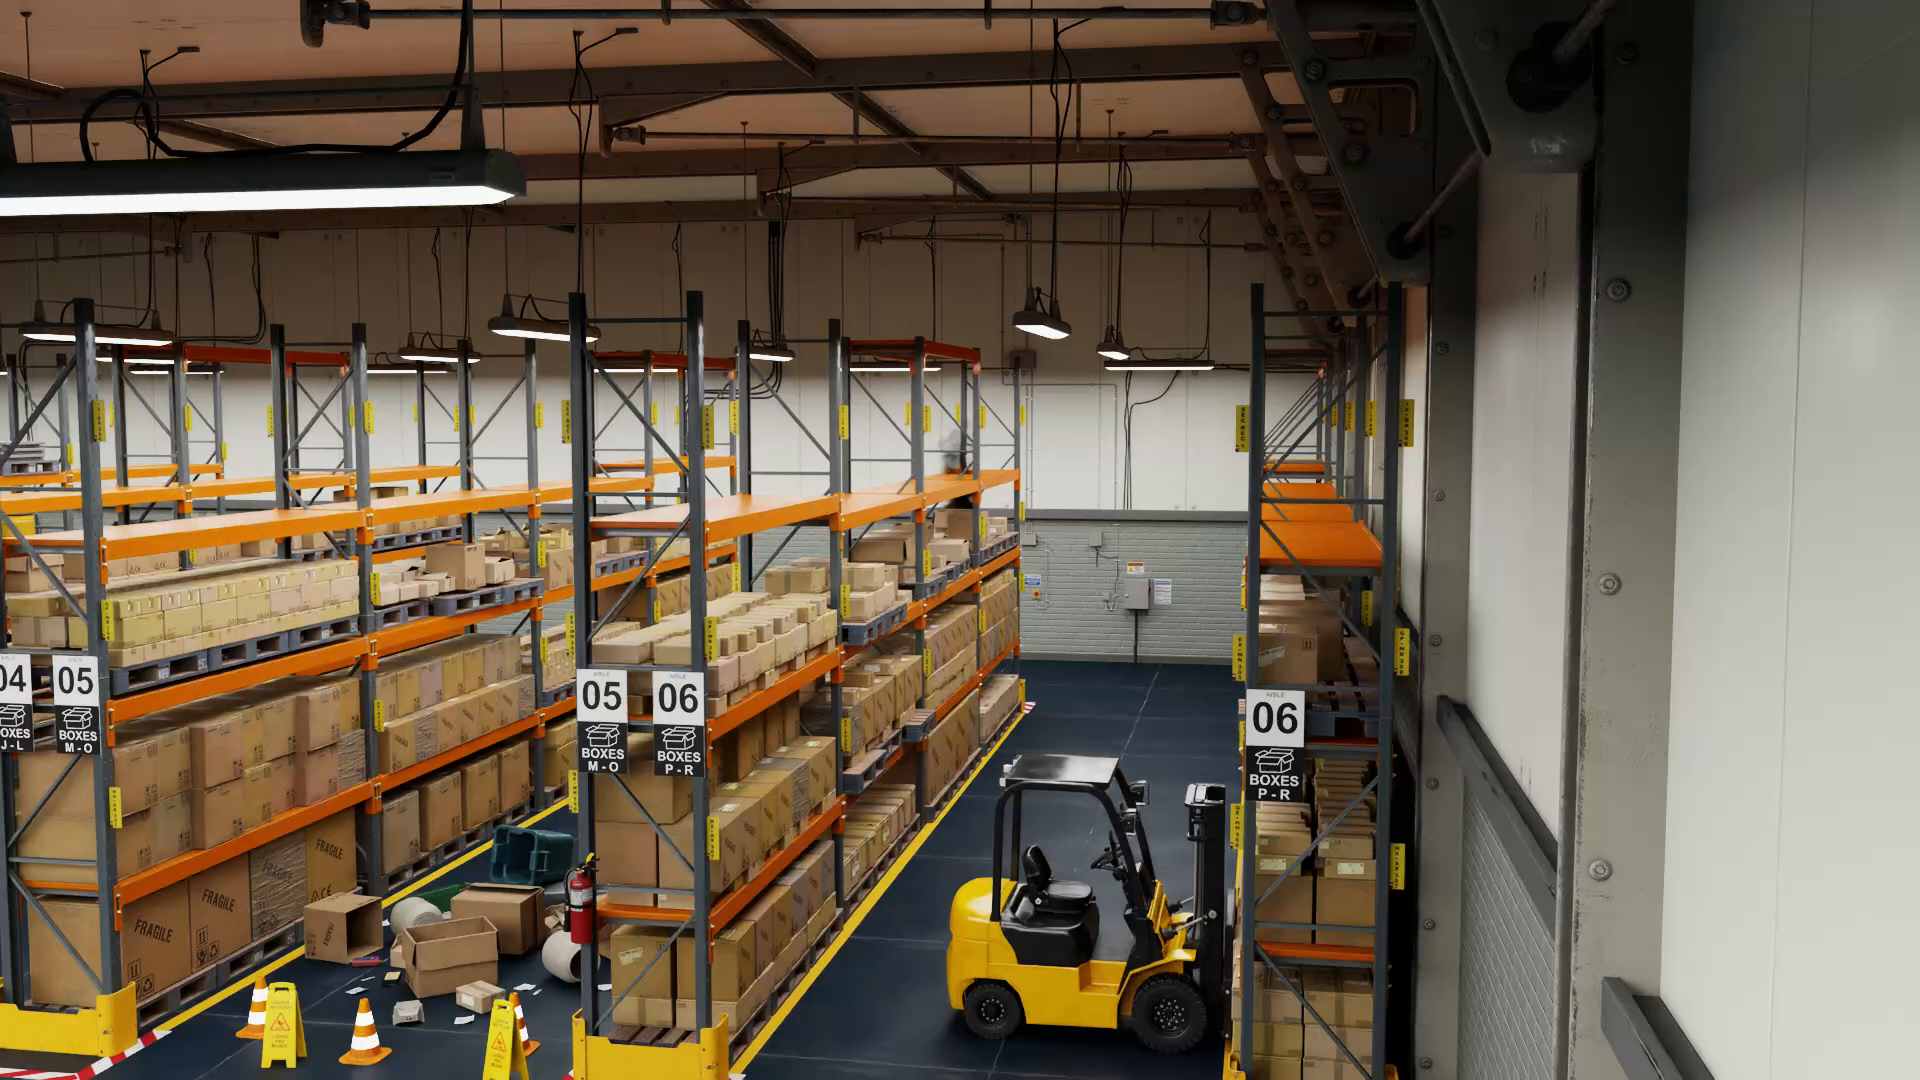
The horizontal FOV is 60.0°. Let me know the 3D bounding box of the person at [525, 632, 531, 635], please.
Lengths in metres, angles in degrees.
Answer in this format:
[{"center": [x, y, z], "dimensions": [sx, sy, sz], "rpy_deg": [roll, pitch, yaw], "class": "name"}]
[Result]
[{"center": [-6.626, 2.245, 26.179], "dimensions": [0.618, 1.681, 1.030], "rpy_deg": [1, 5, 8], "class": "person"}]
